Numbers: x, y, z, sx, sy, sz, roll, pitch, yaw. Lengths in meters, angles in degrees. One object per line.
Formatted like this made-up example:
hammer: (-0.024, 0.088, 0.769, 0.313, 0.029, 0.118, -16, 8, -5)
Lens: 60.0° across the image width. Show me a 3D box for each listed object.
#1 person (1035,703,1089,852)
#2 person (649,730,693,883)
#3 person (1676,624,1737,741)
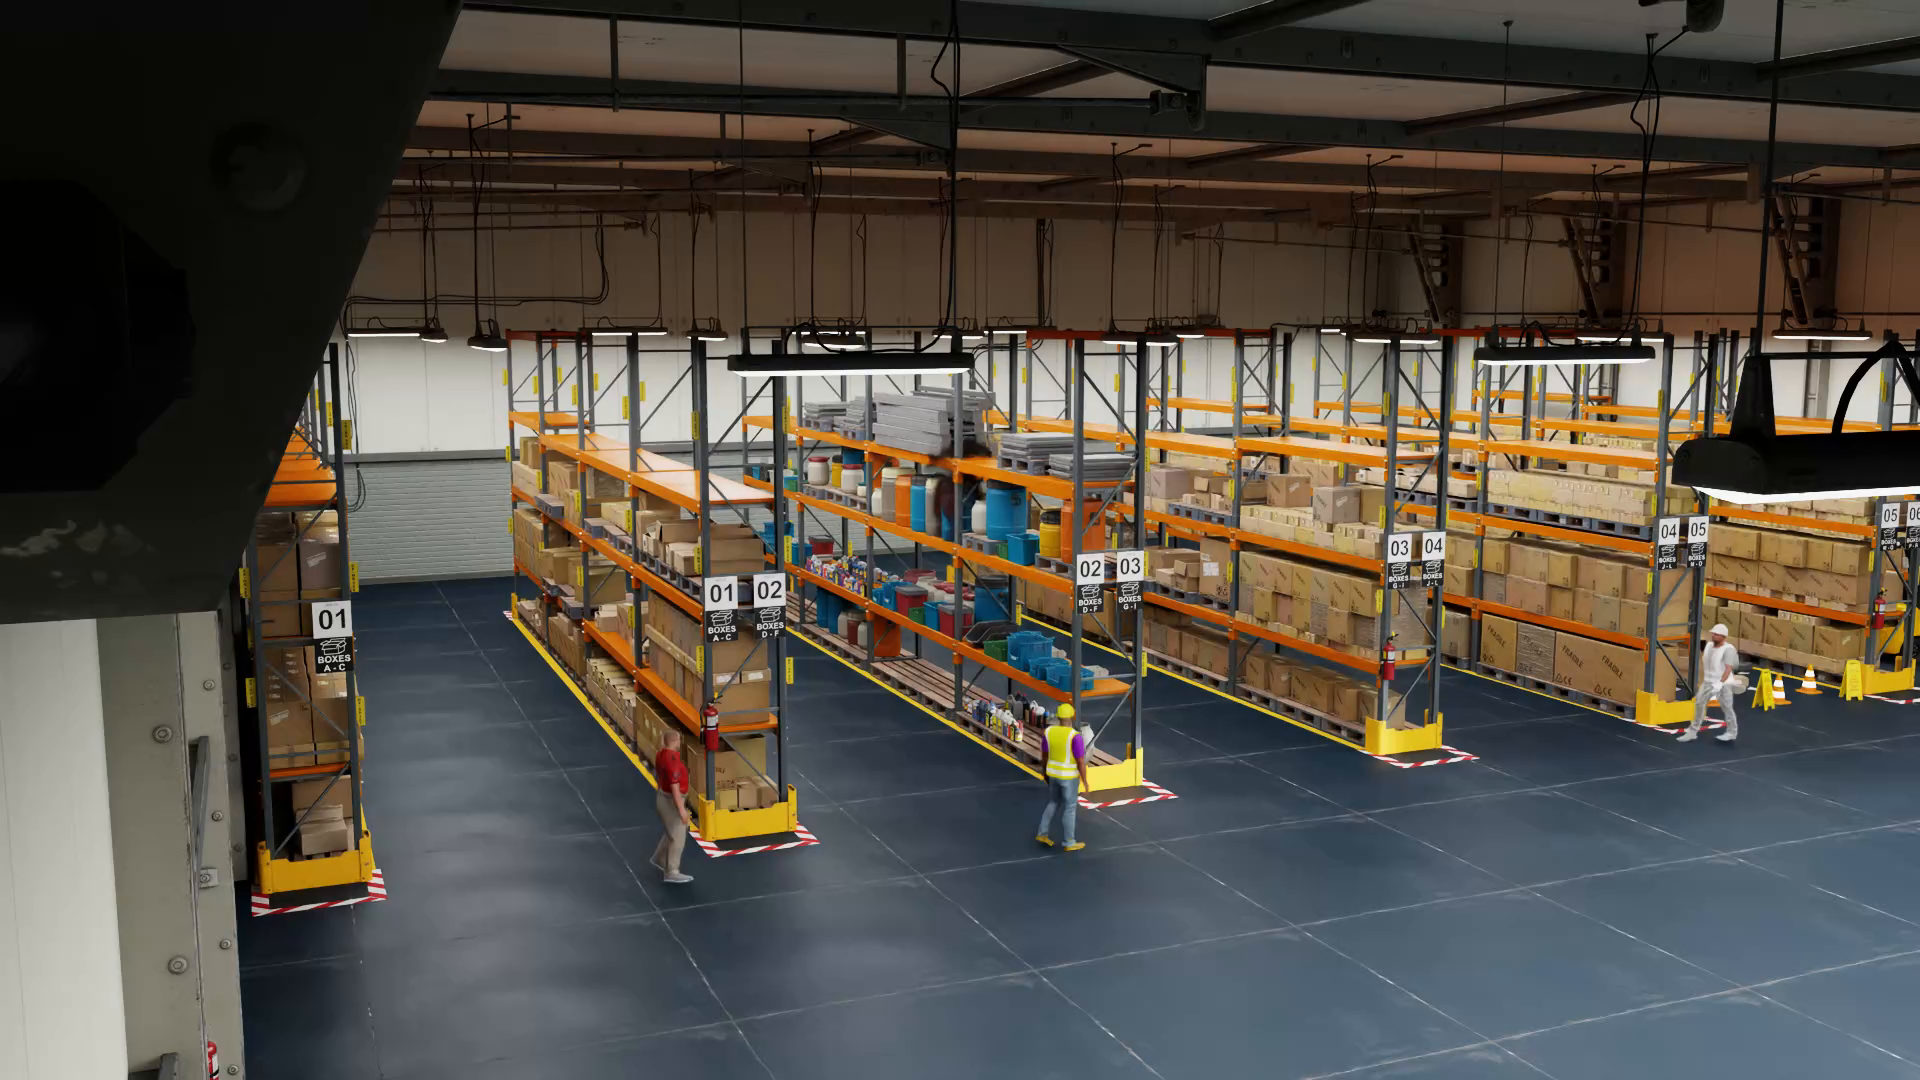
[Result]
person: (1.231, 2.804, 19.673, 0.465, 1.784, 0.648, -8, 11, -44)
person: (-3.247, 2.967, 18.604, 0.464, 1.725, 0.628, -2, 8, -14)
person: (11.117, 2.115, 24.541, 0.828, 1.773, 0.615, -3, 8, -22)
